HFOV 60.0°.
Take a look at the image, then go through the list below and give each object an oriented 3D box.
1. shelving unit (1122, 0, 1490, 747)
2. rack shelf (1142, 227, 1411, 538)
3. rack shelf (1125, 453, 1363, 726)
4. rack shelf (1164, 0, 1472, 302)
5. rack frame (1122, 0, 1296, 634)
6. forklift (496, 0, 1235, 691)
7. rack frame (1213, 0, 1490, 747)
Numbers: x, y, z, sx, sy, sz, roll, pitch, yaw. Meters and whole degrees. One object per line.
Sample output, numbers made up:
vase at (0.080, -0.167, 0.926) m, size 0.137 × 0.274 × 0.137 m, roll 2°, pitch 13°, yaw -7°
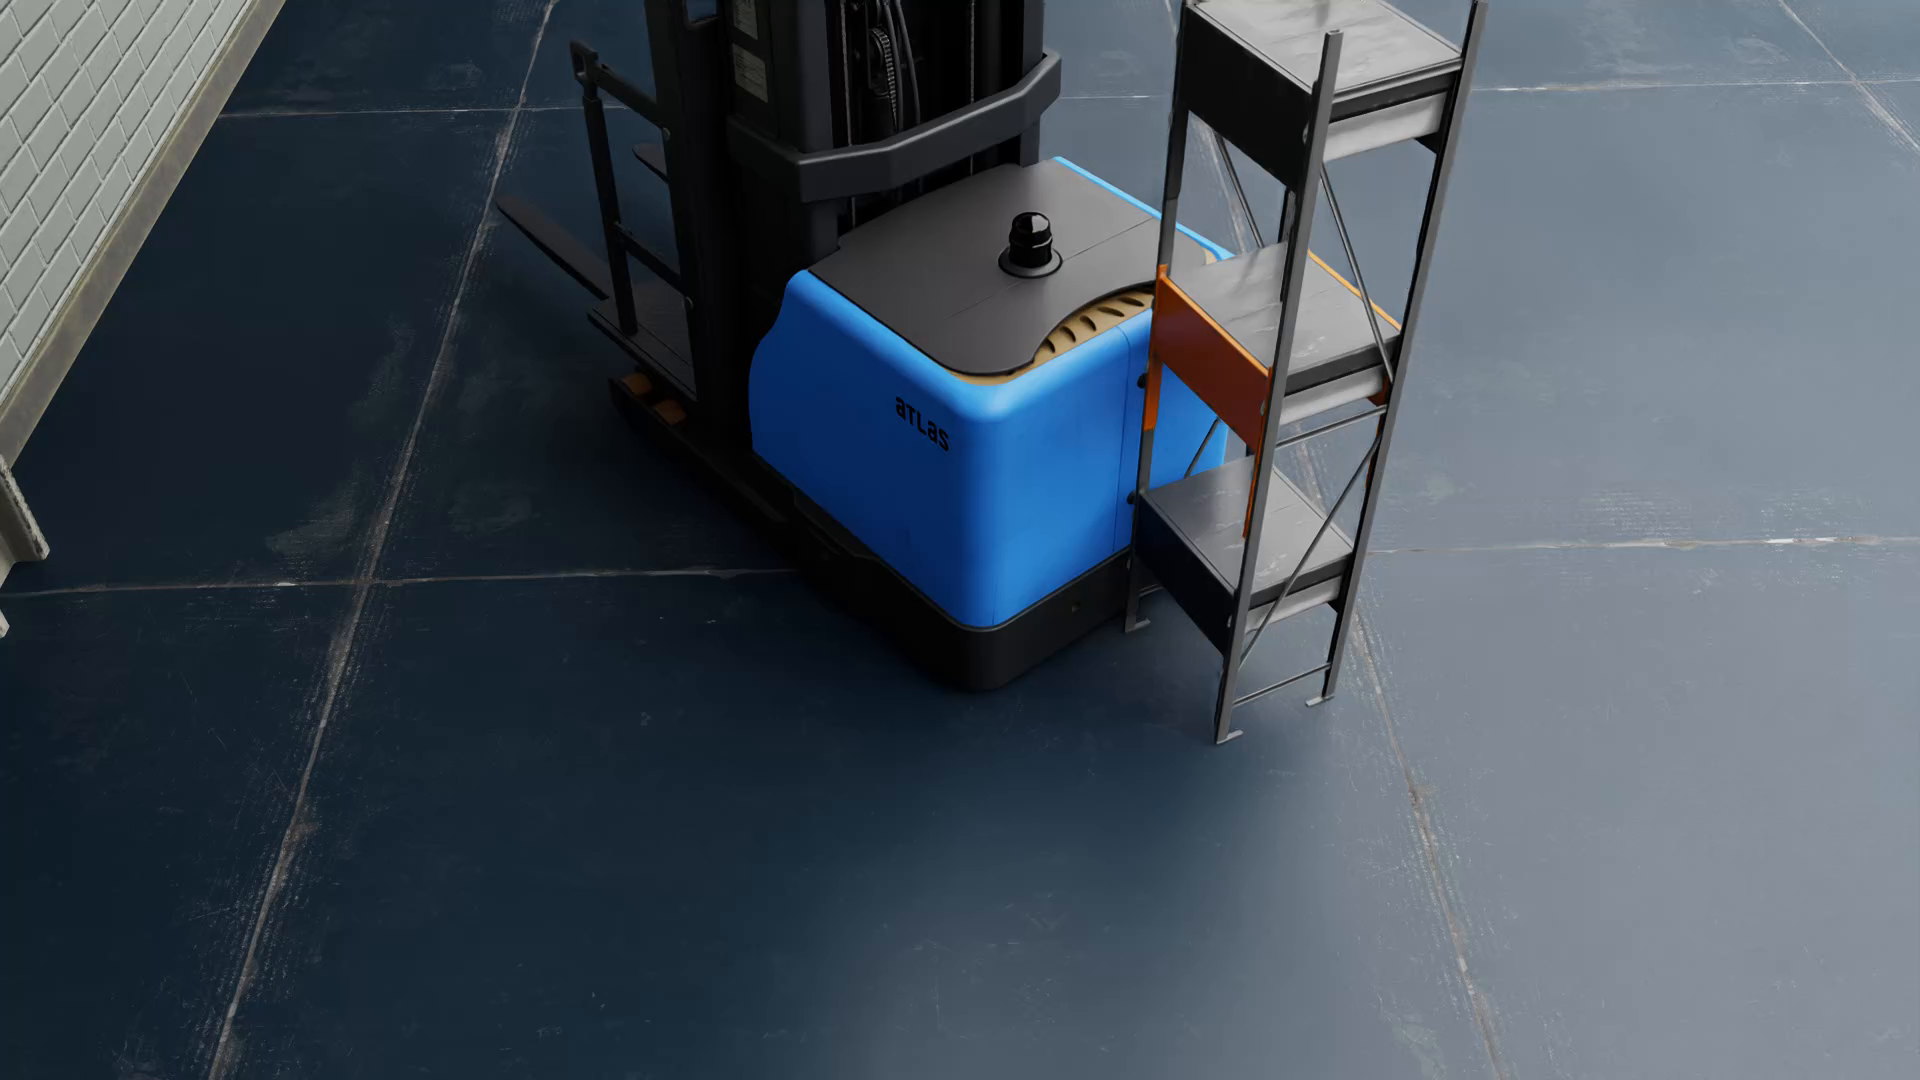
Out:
shelving unit at (0.776, -0.412, 4.146) m, size 0.431 × 2.100 × 0.503 m, roll -19°, pitch 46°, yaw -20°
rack shelf at (0.776, -0.402, 4.155) m, size 0.431 × 0.518 × 0.480 m, roll -19°, pitch 46°, yaw -20°
rack shelf at (0.776, 0.114, 4.628) m, size 0.431 × 0.518 × 0.480 m, roll -19°, pitch 46°, yaw -20°
rack shelf at (0.776, -0.918, 3.682) m, size 0.431 × 0.518 × 0.480 m, roll -19°, pitch 46°, yaw -20°
rack frame at (0.664, -0.559, 4.306) m, size 0.400 × 2.100 × 0.015 m, roll -19°, pitch 46°, yaw -20°
forklift at (-0.537, -1.582, 4.807) m, size 1.130 × 2.935 × 3.031 m, roll -30°, pitch 50°, yaw -29°
rack frame at (0.887, -0.266, 3.986) m, size 0.400 × 2.100 × 0.015 m, roll -19°, pitch 46°, yaw -20°
